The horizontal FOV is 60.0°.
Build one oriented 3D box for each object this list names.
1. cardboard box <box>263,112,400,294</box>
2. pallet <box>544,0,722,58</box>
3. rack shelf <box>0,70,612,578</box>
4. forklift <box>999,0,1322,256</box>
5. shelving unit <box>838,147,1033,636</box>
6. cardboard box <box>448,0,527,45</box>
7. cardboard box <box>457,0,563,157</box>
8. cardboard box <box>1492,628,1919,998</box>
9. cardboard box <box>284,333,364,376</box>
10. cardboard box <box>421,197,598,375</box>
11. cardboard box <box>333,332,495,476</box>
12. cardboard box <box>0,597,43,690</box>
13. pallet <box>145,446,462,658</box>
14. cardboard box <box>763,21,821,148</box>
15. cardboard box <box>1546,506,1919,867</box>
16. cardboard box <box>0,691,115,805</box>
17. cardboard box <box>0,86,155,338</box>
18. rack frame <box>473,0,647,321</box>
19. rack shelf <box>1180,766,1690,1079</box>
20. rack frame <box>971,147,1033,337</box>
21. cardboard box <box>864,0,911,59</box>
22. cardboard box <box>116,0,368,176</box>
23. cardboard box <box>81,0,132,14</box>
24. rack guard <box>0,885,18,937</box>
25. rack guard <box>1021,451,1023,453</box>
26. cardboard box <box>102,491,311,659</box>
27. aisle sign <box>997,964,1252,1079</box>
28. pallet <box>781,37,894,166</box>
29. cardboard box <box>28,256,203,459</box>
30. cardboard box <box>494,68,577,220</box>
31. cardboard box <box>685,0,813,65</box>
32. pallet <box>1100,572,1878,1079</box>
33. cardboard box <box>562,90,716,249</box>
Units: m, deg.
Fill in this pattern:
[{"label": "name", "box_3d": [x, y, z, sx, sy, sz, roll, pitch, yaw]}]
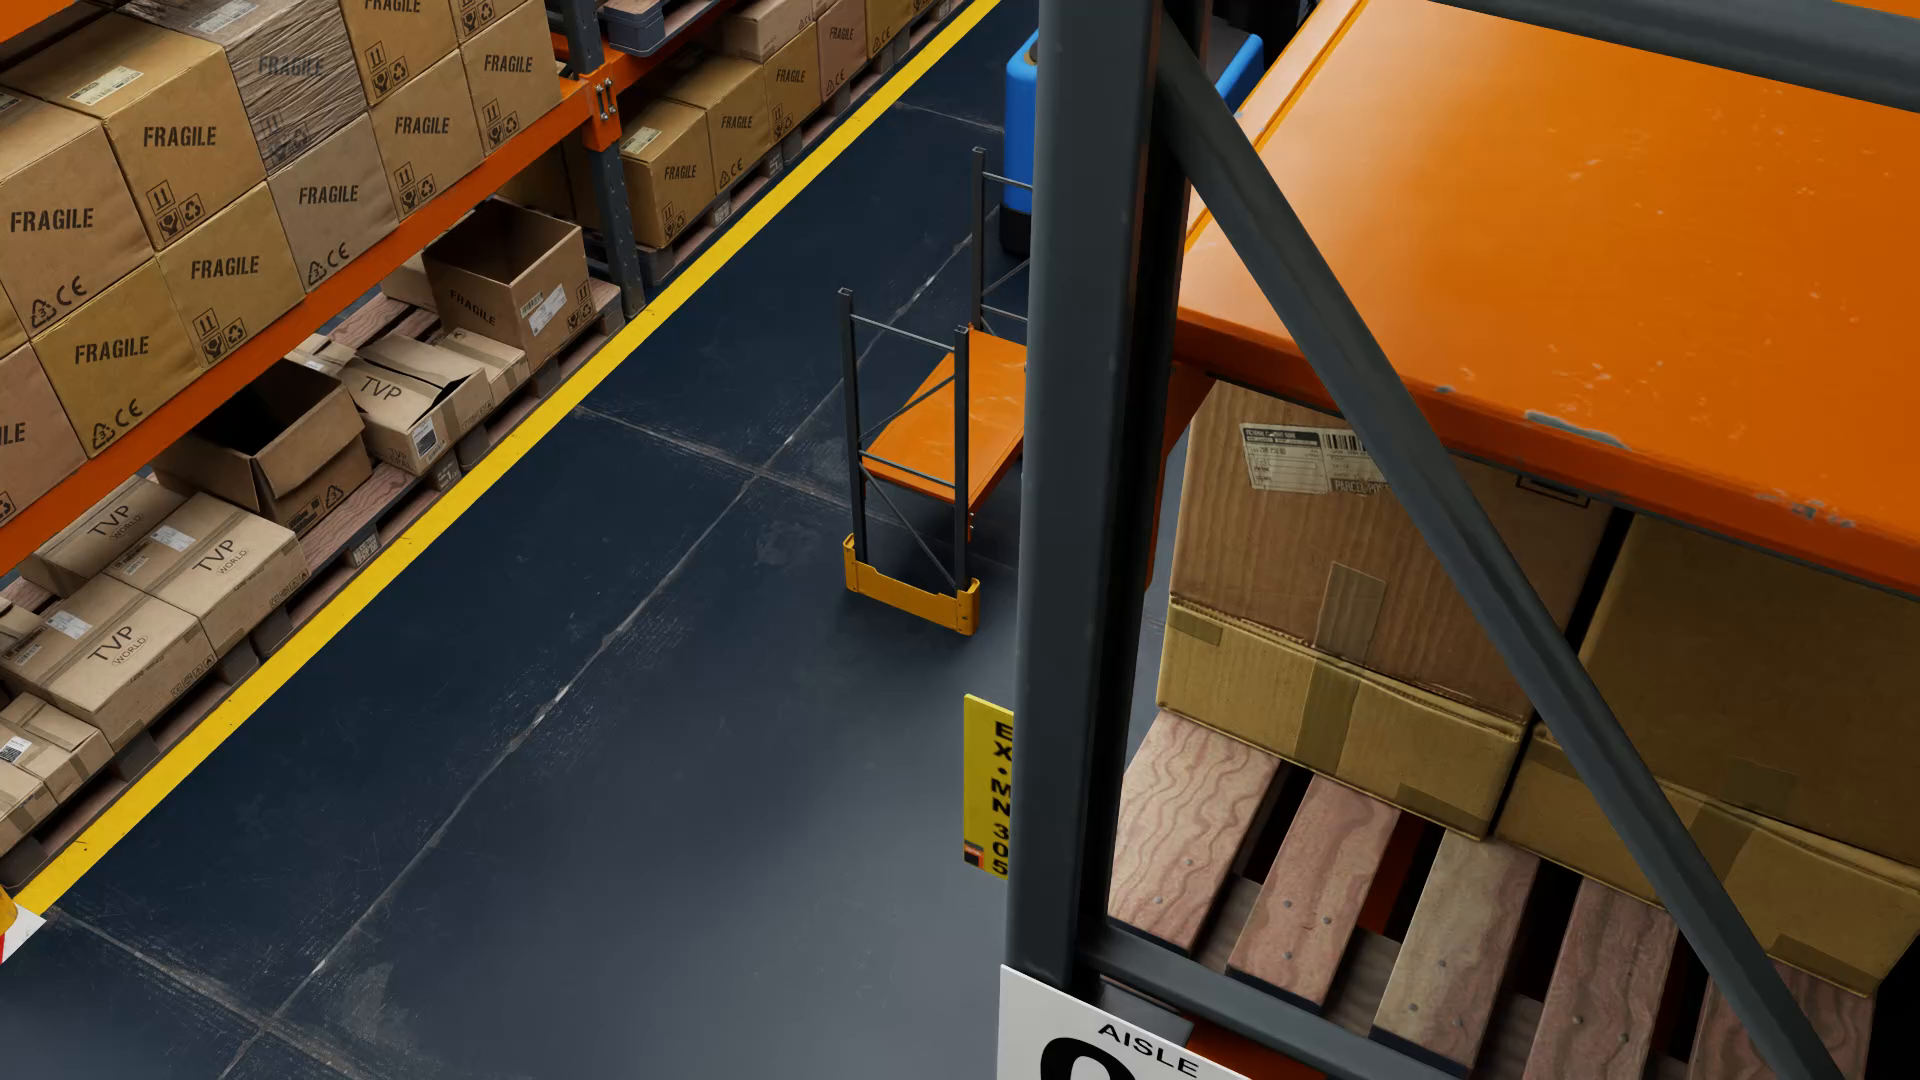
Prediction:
[{"label": "cardboard box", "box_3d": [-2.488, -1.311, 6.146, 0.500, 0.500, 0.500, 22, 49, 20]}, {"label": "pallet", "box_3d": [-1.541, -2.725, 7.749, 1.003, 0.211, 1.213, 20, 49, 19]}, {"label": "rack shelf", "box_3d": [-2.937, -0.812, 6.230, 1.077, 0.370, 4.000, 20, 49, 19]}, {"label": "forklift", "box_3d": [1.286, -3.281, 8.212, 1.130, 2.935, 3.031, 19, 48, 18]}, {"label": "shelving unit", "box_3d": [0.035, -0.575, 6.544, 0.587, 1.500, 1.083, 20, 49, 19]}, {"label": "cardboard box", "box_3d": [-2.014, -2.308, 6.428, 0.500, 0.500, 0.500, 21, 49, 19]}, {"label": "cardboard box", "box_3d": [-2.013, -1.961, 6.788, 0.500, 0.500, 0.500, 21, 49, 20]}, {"label": "cardboard box", "box_3d": [1.080, 0.265, 2.290, 0.500, 0.250, 0.500, 23, 50, 21]}, {"label": "cardboard box", "box_3d": [-2.788, -0.743, 7.338, 0.380, 0.166, 0.250, 20, 49, 19]}, {"label": "cardboard box", "box_3d": [-2.022, -1.149, 7.504, 0.500, 0.500, 0.500, 20, 49, 19]}, {"label": "cardboard box", "box_3d": [-2.370, -0.610, 7.105, 0.500, 0.311, 0.500, 20, 49, 19]}, {"label": "cardboard box", "box_3d": [-3.563, 0.387, 6.221, 0.380, 0.166, 0.250, 20, 49, 19]}, {"label": "pallet", "box_3d": [-2.893, -0.141, 7.021, 1.003, 0.211, 1.213, 20, 49, 19]}, {"label": "cardboard box", "box_3d": [-1.092, -2.477, 8.818, 0.500, 0.500, 0.500, 21, 49, 20]}, {"label": "cardboard box", "box_3d": [1.077, 0.000, 2.025, 0.500, 0.500, 0.500, 19, 48, 18]}, {"label": "cardboard box", "box_3d": [-3.251, 0.728, 5.884, 0.380, 0.166, 0.250, 20, 49, 19]}, {"label": "cardboard box", "box_3d": [-2.953, -1.030, 5.165, 0.500, 0.500, 0.500, 21, 49, 20]}, {"label": "rack frame", "box_3d": [-2.009, -2.325, 7.219, 1.000, 3.000, 0.127, 20, 49, 19]}, {"label": "rack shelf", "box_3d": [1.452, -0.234, 3.549, 1.077, 0.370, 4.000, 20, 49, 19]}, {"label": "rack frame", "box_3d": [0.276, -0.901, 6.866, 0.500, 1.500, 0.032, 20, 49, 19]}, {"label": "cardboard box", "box_3d": [-0.618, -3.128, 9.461, 0.500, 0.500, 0.500, 19, 48, 18]}, {"label": "cardboard box", "box_3d": [-2.484, -1.667, 5.795, 0.500, 0.500, 0.500, 21, 49, 19]}, {"label": "cardboard box", "box_3d": [-2.955, -1.859, 5.985, 0.500, 0.500, 0.500, 19, 48, 18]}, {"label": "rack guard", "box_3d": [-3.830, 1.026, 5.665, 1.175, 0.500, 0.348, 20, 49, 19]}, {"label": "rack guard", "box_3d": [0.267, -0.450, 7.299, 0.587, 0.250, 0.087, 20, 49, 19]}, {"label": "cardboard box", "box_3d": [-2.898, 0.128, 6.419, 0.500, 0.250, 0.500, 20, 49, 19]}, {"label": "aisle sign", "box_3d": [0.225, 0.860, 2.243, 0.394, 0.787, 0.004, 20, 49, 19]}, {"label": "pallet", "box_3d": [-1.099, -2.641, 9.492, 1.003, 0.211, 1.213, 20, 49, 19]}, {"label": "cardboard box", "box_3d": [-2.956, -0.675, 5.518, 0.500, 0.500, 0.500, 20, 49, 19]}, {"label": "cardboard box", "box_3d": [-2.033, -2.007, 8.352, 0.500, 0.500, 0.500, 20, 49, 19]}, {"label": "cardboard box", "box_3d": [-1.104, -2.719, 8.529, 0.500, 0.250, 0.500, 21, 49, 19]}, {"label": "pallet", "box_3d": [0.859, 0.334, 2.544, 1.003, 0.211, 1.213, 20, 49, 19]}, {"label": "cardboard box", "box_3d": [-1.568, -1.825, 8.173, 0.500, 0.500, 0.500, 18, 48, 17]}]
